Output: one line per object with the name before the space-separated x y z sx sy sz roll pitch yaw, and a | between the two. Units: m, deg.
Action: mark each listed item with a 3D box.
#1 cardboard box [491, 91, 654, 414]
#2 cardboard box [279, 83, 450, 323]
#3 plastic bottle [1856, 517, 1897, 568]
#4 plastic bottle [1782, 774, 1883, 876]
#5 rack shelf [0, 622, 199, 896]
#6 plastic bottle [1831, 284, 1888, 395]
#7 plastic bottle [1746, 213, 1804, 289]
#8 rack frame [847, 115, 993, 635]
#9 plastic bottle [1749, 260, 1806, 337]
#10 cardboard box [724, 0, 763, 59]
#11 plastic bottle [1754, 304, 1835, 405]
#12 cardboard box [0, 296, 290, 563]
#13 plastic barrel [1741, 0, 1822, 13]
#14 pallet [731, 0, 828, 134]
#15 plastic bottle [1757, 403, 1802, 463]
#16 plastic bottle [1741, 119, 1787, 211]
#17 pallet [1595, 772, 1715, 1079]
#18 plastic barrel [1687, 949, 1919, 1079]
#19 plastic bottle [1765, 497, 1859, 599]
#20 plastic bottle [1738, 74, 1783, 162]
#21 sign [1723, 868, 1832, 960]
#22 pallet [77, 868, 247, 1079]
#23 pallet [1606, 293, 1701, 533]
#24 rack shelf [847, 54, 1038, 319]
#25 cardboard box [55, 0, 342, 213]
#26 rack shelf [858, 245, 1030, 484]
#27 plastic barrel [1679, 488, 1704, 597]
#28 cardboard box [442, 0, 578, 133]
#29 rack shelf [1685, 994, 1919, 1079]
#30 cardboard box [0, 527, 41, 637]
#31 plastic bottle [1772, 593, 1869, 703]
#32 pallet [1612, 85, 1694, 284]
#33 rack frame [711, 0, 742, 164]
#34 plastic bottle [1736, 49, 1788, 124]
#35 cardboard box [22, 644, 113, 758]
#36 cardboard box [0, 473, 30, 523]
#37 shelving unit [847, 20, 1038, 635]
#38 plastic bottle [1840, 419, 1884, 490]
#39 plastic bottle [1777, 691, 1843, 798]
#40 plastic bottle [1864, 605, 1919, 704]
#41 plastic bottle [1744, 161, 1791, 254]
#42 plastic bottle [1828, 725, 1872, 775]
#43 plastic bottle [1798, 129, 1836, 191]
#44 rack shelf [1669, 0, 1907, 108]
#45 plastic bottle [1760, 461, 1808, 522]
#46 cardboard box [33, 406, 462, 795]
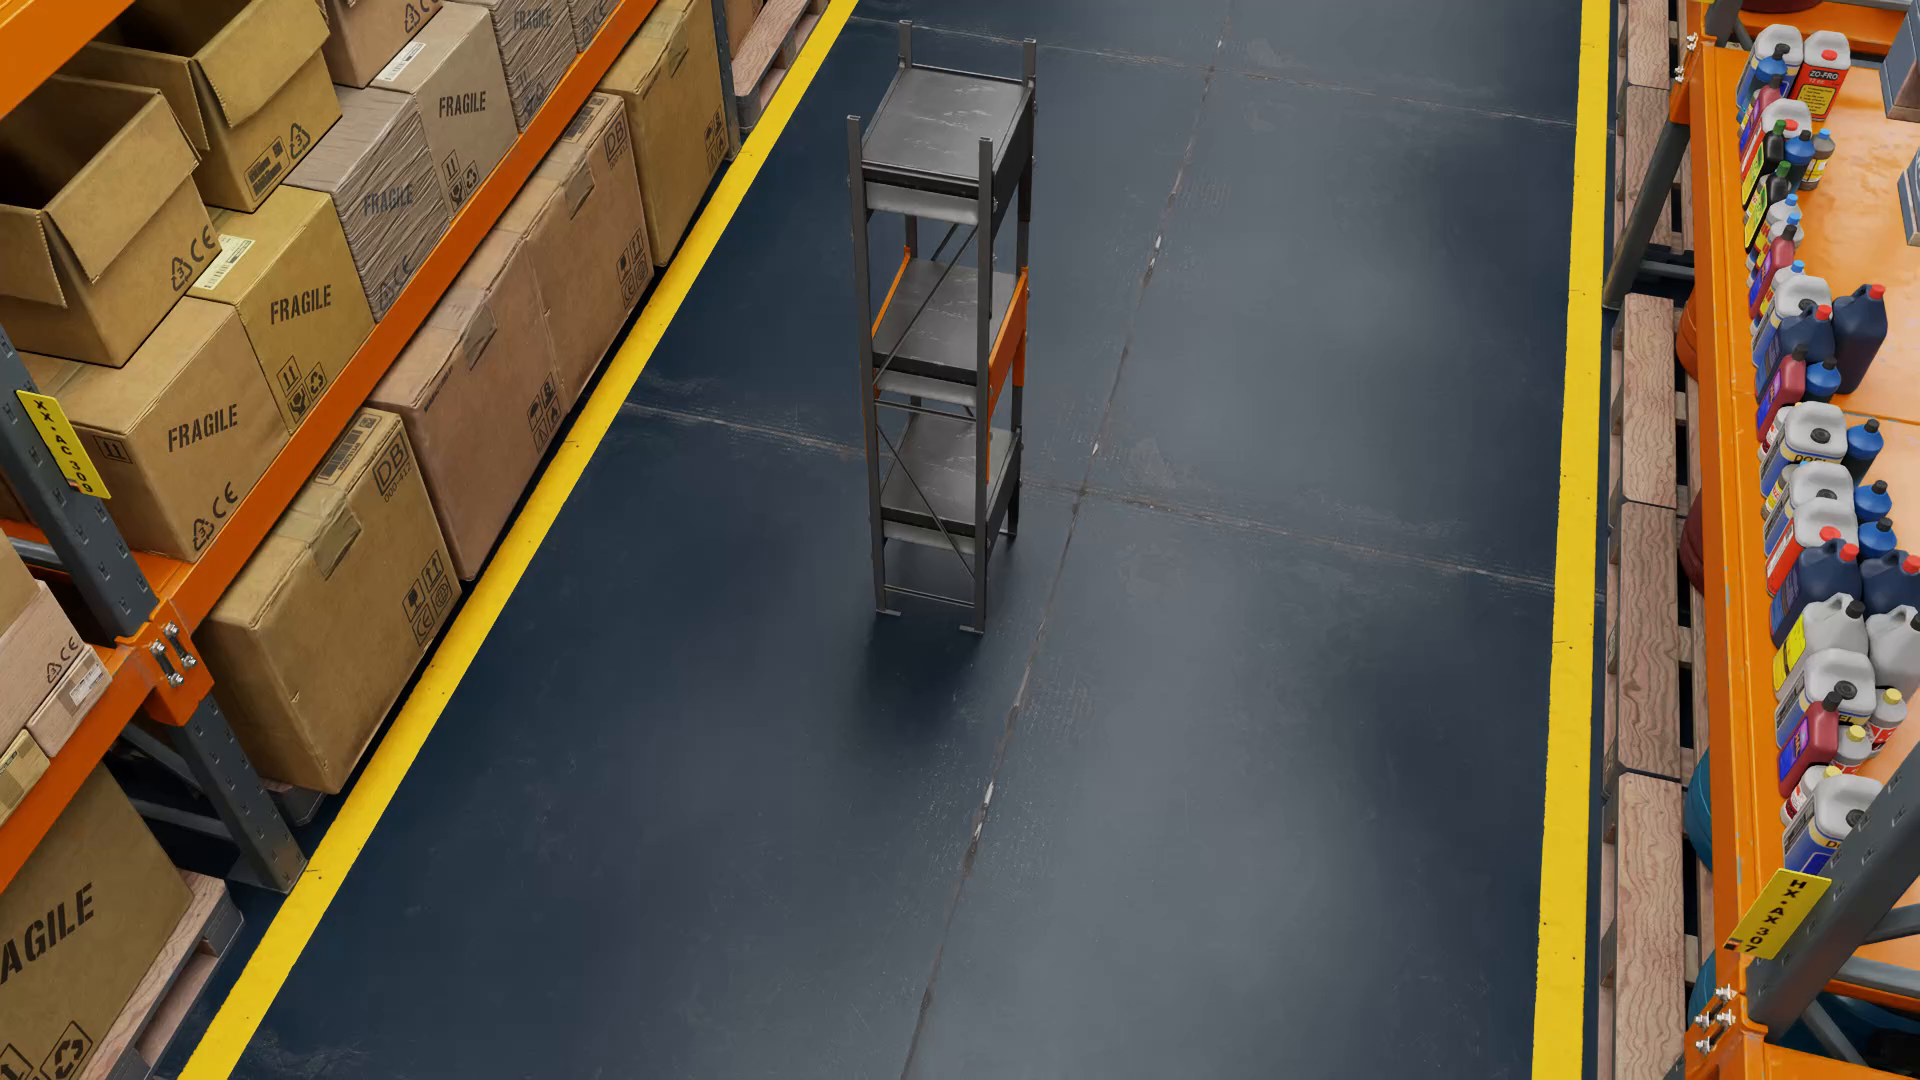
cardboard box | -1.977 -1.201 6.447 1.225 0.875 0.875 12 50 10
cardboard box | -1.960 -1.053 5.112 0.500 0.500 0.500 11 49 9
plastic bottle | 2.338 0.043 4.298 0.097 0.271 0.097 0 49 0
plastic bottle | 1.984 0.659 3.750 0.152 0.276 0.135 12 50 10
rack shelf | -3.113 1.674 3.252 1.077 0.370 4.000 12 50 10
plastic bottle | 2.590 -0.610 4.821 0.144 0.351 0.185 12 50 10
plastic bottle | 2.519 -0.888 5.119 0.097 0.271 0.097 0 49 0
rack frame | -0.108 -0.399 5.201 0.400 2.100 0.015 12 50 10
plastic bottle | 2.458 -0.721 4.971 0.097 0.271 0.097 0 49 0
cardboard box | -1.376 -2.711 8.016 0.700 0.500 0.500 9 49 8
plastic bottle | 2.408 -0.543 4.762 0.144 0.351 0.185 12 50 10
cardboard box | -2.224 -0.327 4.471 0.500 0.500 0.500 12 50 10
plastic barrel | 3.075 -2.367 6.248 0.600 0.536 0.708 12 50 10
pallet | -1.326 -2.546 8.356 1.003 0.211 1.213 12 50 10
plastic bottle | 2.313 -0.300 4.646 0.097 0.201 0.097 0 49 0
plastic bottle | 2.618 -1.216 5.400 0.061 0.283 0.133 12 50 10
pallet | 2.435 1.340 4.927 1.003 0.211 1.213 12 50 10
plastic barrel | 2.352 1.132 4.370 0.600 0.901 0.708 12 50 10
plastic bottle | 2.213 0.030 4.306 0.152 0.276 0.135 12 50 10
plastic bottle | 2.689 -1.410 5.572 0.061 0.283 0.133 12 50 10
sign | 1.662 0.765 3.389 0.100 0.325 0.005 12 50 10
pallet | -2.862 1.447 4.832 1.003 0.211 1.213 12 50 10
pallet | 3.078 -0.425 6.485 1.003 0.211 1.213 12 50 10
rack shelf | -0.044 -1.029 4.842 0.431 0.518 0.480 12 50 10
cardboard box | -2.234 -1.333 4.690 0.797 0.503 0.637 12 50 10
rack shelf | -0.044 -0.566 5.367 0.431 0.518 0.480 12 50 10
plastic barrel | 2.835 -0.093 5.660 0.600 0.588 0.708 12 50 10
cardboard box | -1.695 -1.795 5.767 0.500 0.500 0.500 10 49 9
rack shelf | 1.666 2.651 2.389 1.077 0.370 4.000 12 50 10
cardboard box | -2.449 0.078 3.582 0.500 0.500 0.500 13 50 11
plastic bottle | 2.118 0.254 4.058 0.144 0.351 0.185 12 50 10
pallet | 3.486 -1.556 7.483 1.003 0.211 1.213 12 50 10
rack frame | -1.533 -2.904 6.812 1.000 3.000 0.127 12 50 10
plastic bottle | 2.762 -1.556 5.709 0.097 0.271 0.097 0 49 0
cardboard box | -2.350 0.358 4.101 0.380 0.149 0.250 12 50 10
cardboard box | -2.727 -0.436 4.567 0.500 0.500 0.500 12 50 10
shelving unit | -0.044 -0.575 5.357 0.431 2.100 0.503 12 50 10
plastic bottle | 2.435 -0.222 4.532 0.097 0.271 0.097 0 49 0
plastic bottle | 2.001 0.480 3.903 0.061 0.283 0.133 12 50 10
plastic bottle | 2.257 0.282 4.033 0.144 0.351 0.185 12 50 10
plastic bottle | 2.557 -1.049 5.253 0.061 0.283 0.133 12 50 10
plastic bottle | 2.082 0.510 3.932 0.097 0.201 0.097 0 49 0
plastic bottle | 2.823 -1.266 5.499 0.097 0.201 0.097 0 49 0
rack shelf | 3.771 -3.135 7.496 1.077 0.370 4.000 12 50 10
plastic bottle | 2.252 -0.132 4.498 0.097 0.201 0.097 0 49 0
cardboard box | -2.437 0.087 5.310 1.225 0.875 0.875 12 50 10
